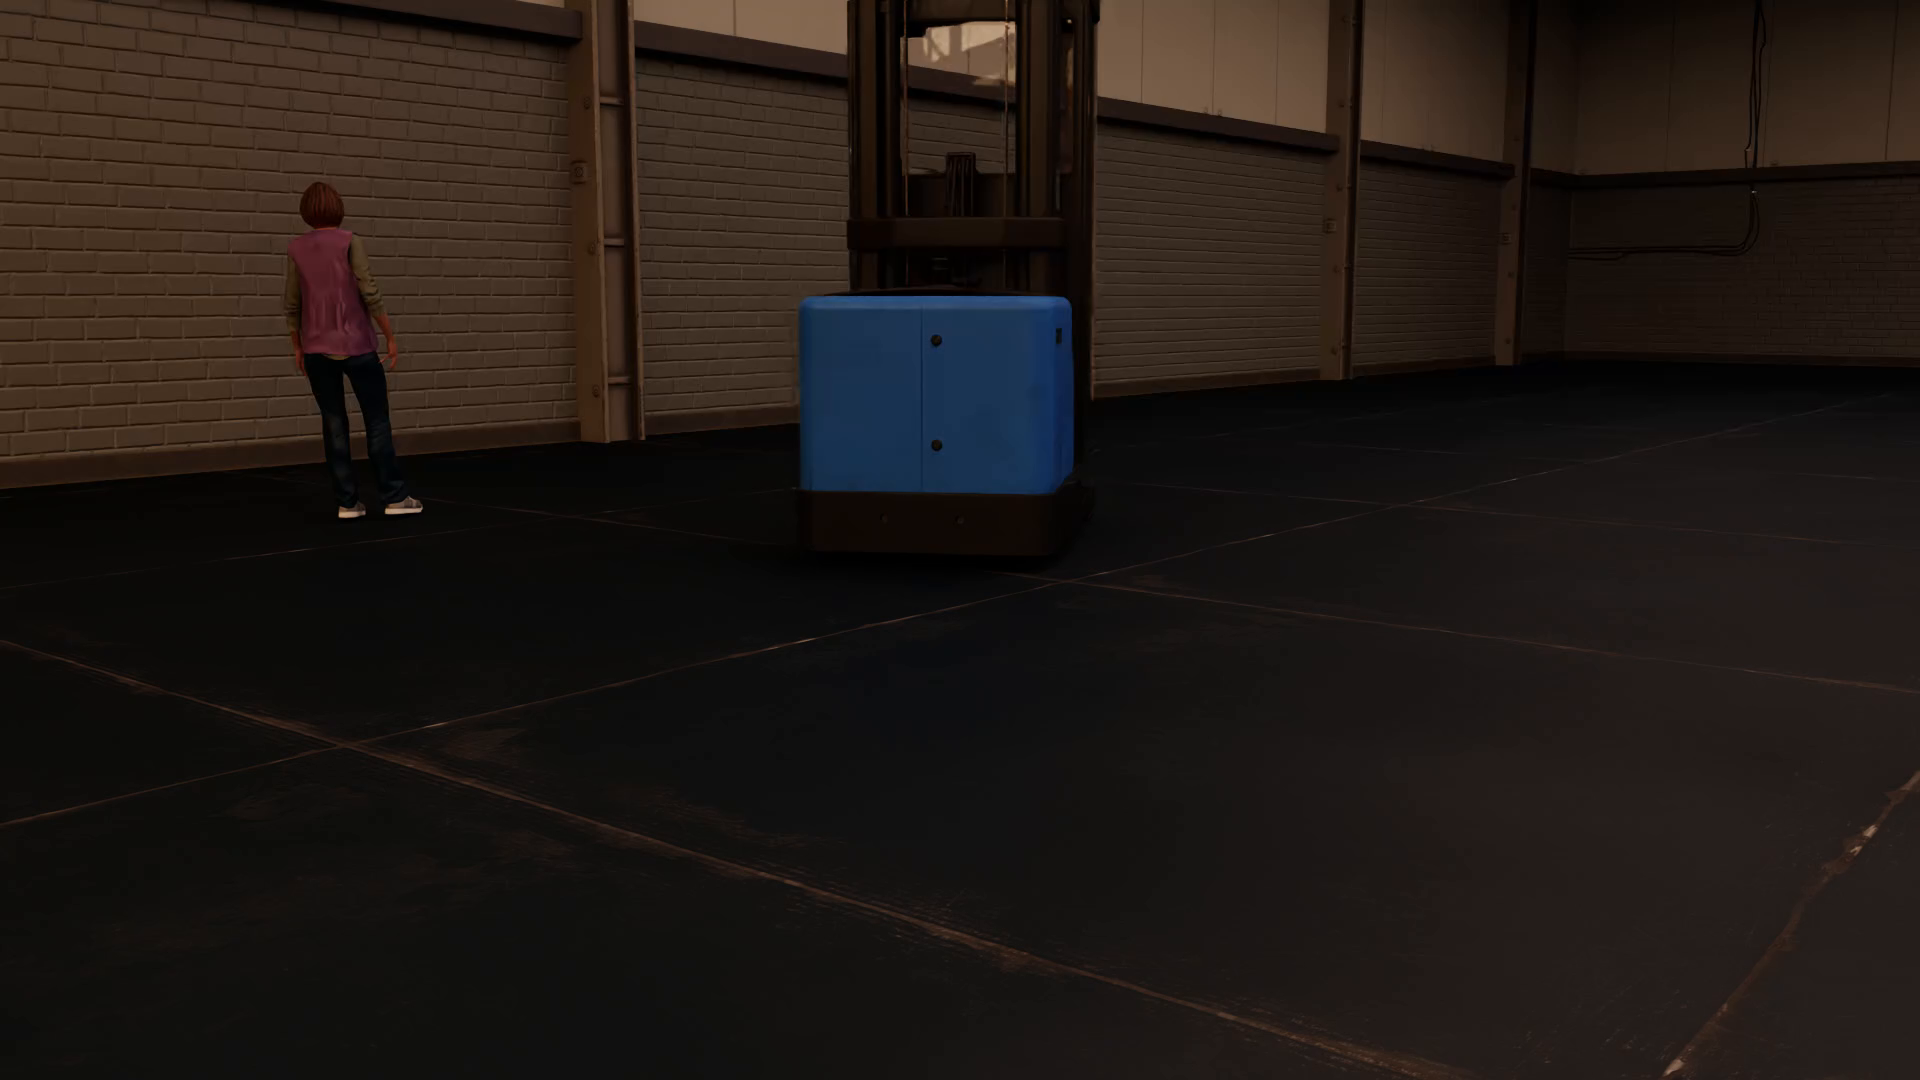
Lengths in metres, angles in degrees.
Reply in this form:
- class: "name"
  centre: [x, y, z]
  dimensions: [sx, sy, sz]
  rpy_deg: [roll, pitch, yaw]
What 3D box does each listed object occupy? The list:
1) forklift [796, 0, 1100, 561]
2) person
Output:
- class: "forklift"
  centre: [0.074, -1.541, 7.814]
  dimensions: [1.130, 2.935, 3.031]
  rpy_deg: [1, 8, 8]
- class: "person"
  centre: [-2.938, -0.900, 7.995]
  dimensions: [0.517, 1.598, 0.476]
  rpy_deg: [0, 8, 3]
